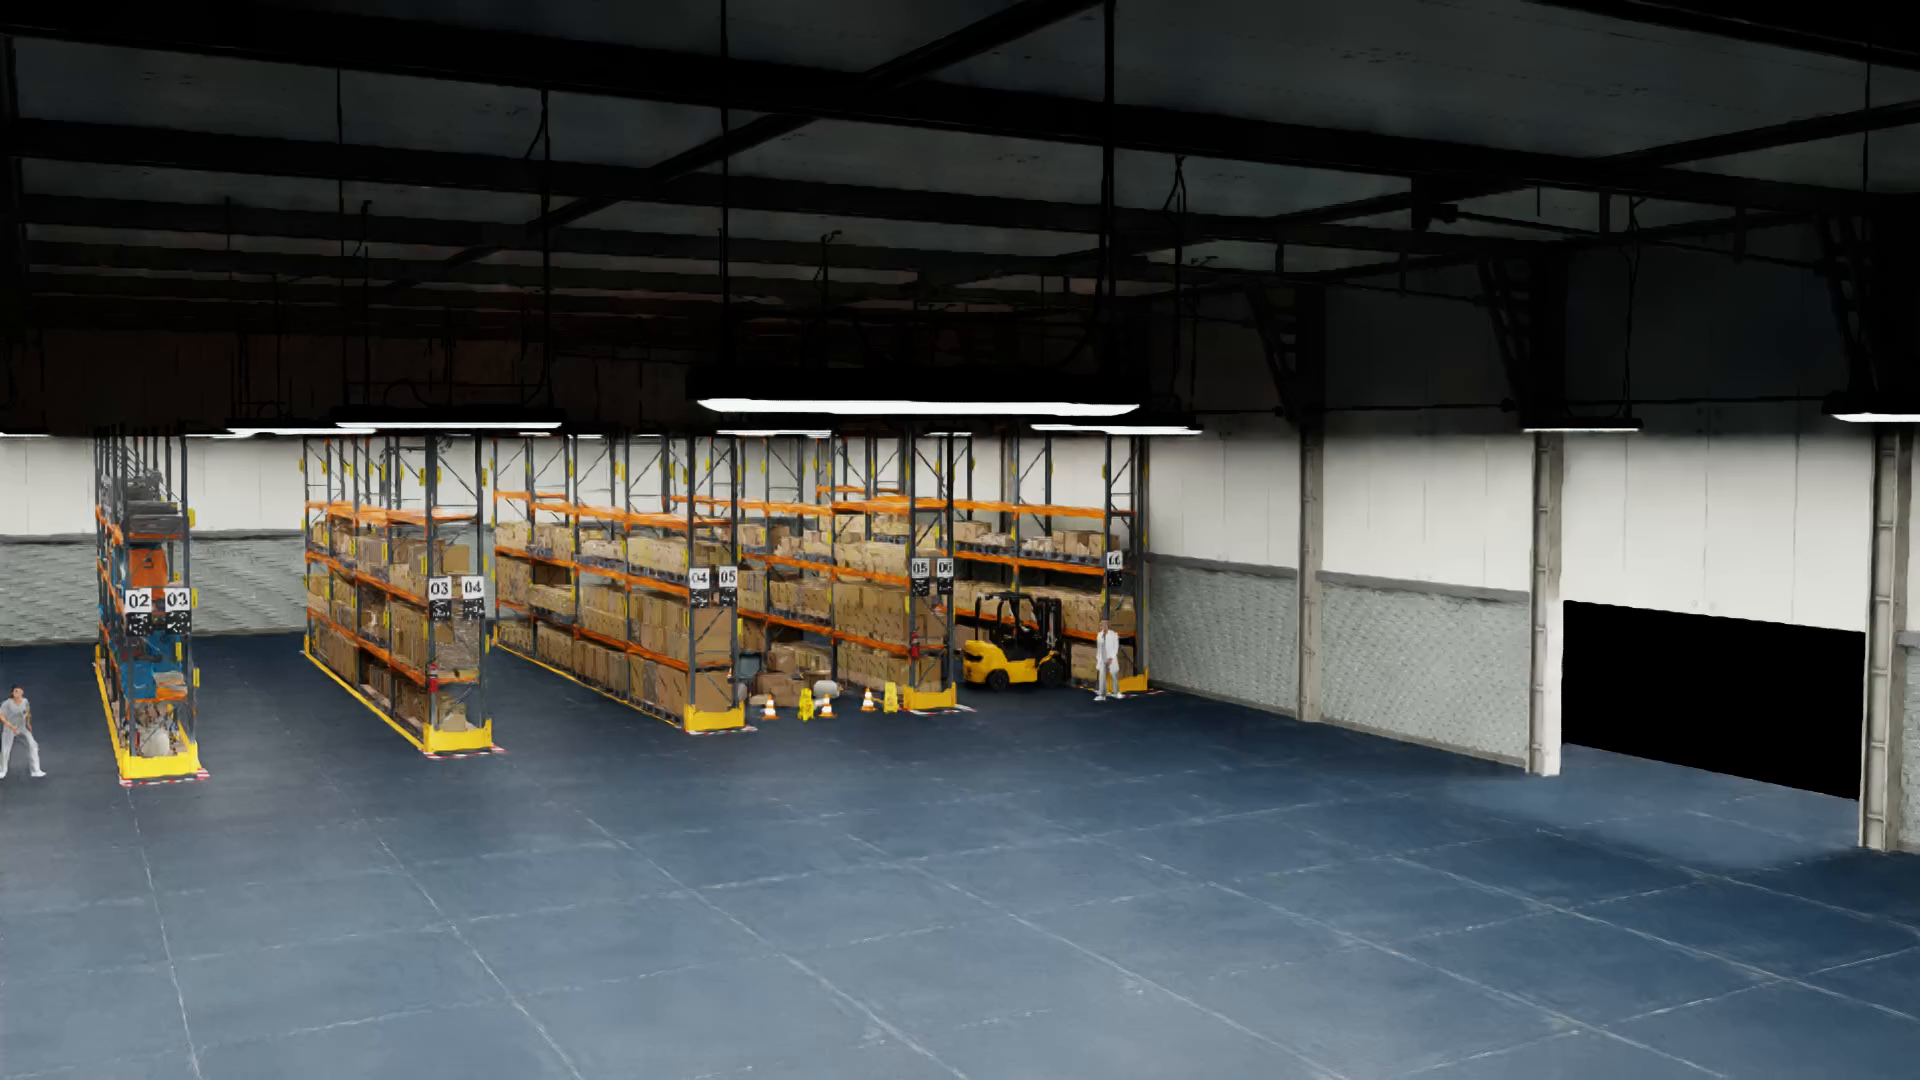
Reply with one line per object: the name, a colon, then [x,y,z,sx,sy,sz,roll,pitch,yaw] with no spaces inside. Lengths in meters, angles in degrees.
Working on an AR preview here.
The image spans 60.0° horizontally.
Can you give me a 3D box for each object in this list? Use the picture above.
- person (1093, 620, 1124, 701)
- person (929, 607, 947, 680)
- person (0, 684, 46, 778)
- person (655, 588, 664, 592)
person: [3.249,2.627,36.537,0.605,1.770,0.767,2,4,31]
person: [-0.511,2.451,39.572,0.584,1.727,0.450,2,4,32]
person: [-15.898,3.210,28.044,0.802,1.607,0.604,3,5,42]
person: [-8.498,1.980,46.897,0.397,1.789,0.653,-2,4,-24]
